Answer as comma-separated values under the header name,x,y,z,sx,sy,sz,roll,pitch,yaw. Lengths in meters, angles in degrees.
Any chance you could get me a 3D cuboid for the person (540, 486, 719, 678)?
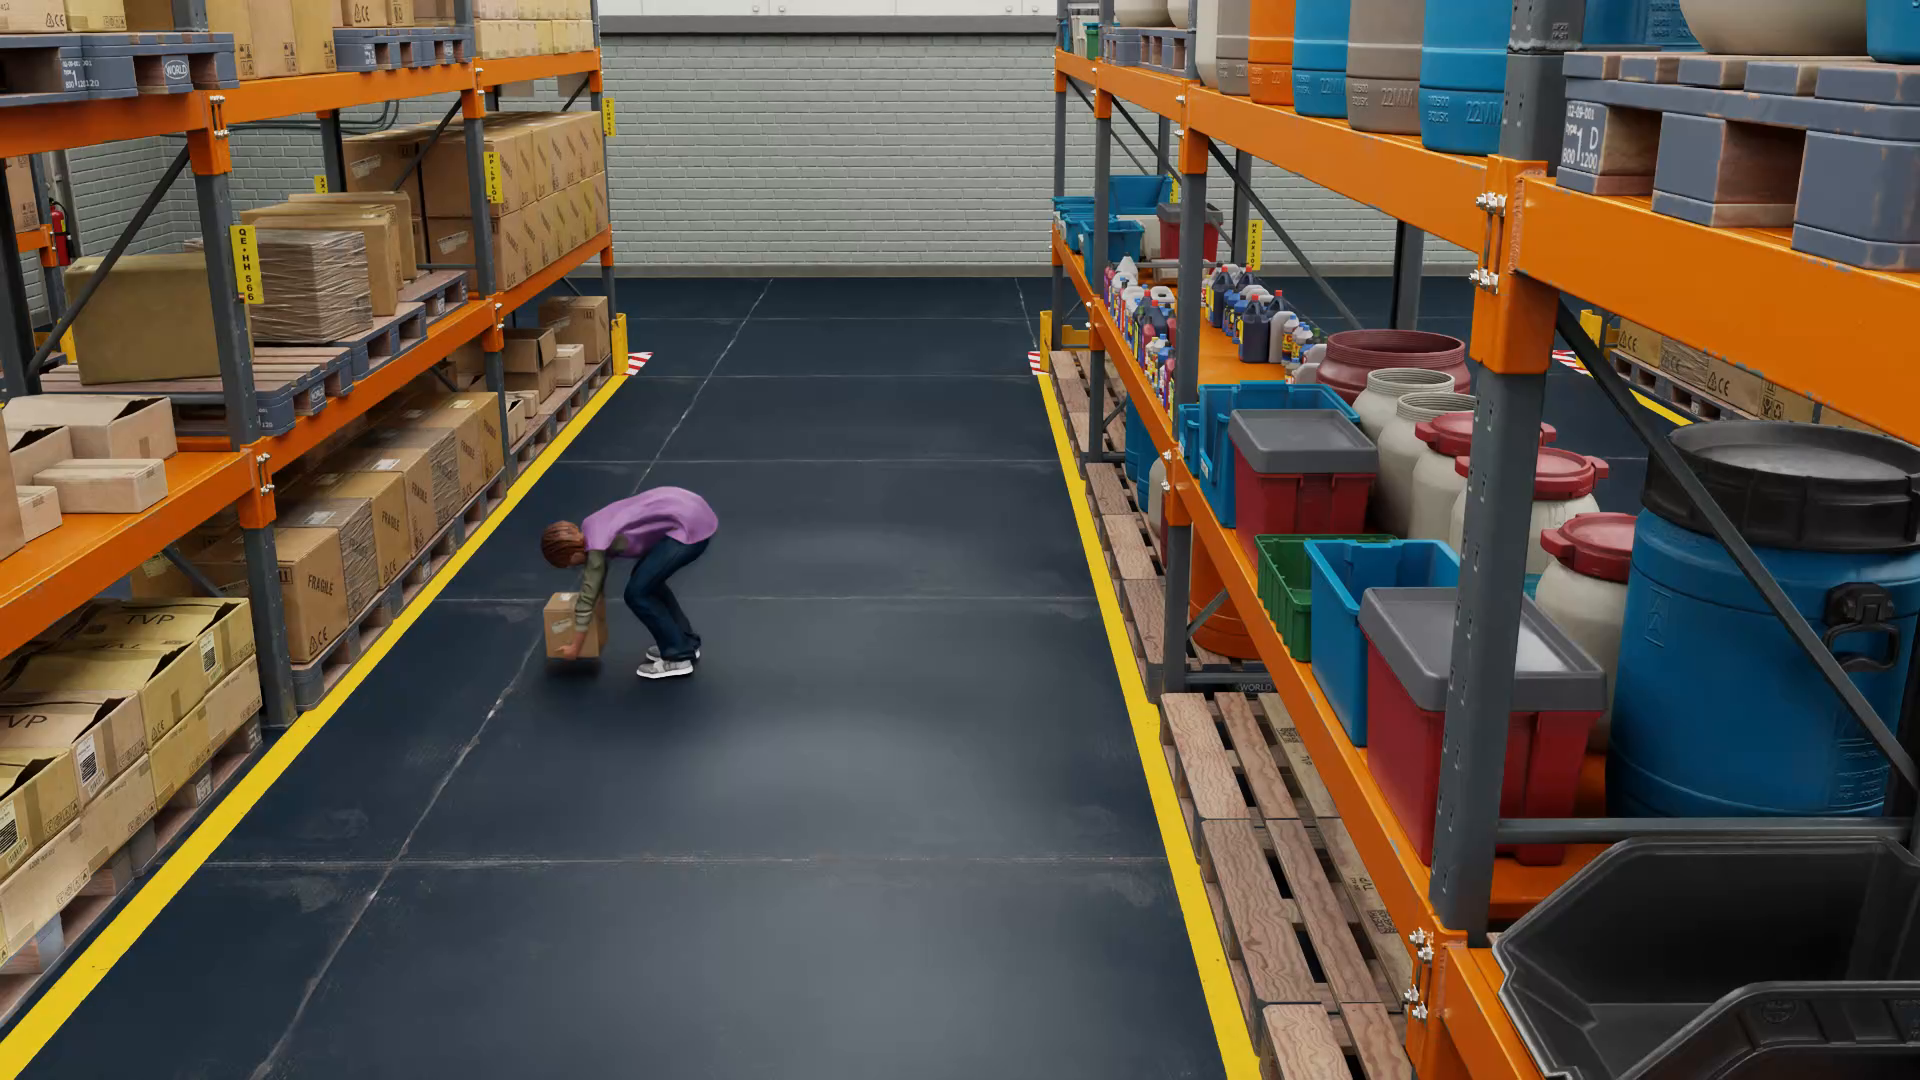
name,x,y,z,sx,sy,sz,roll,pitch,yaw
person,-1.592,0.200,8.075,0.858,0.911,0.419,-1,17,-3
